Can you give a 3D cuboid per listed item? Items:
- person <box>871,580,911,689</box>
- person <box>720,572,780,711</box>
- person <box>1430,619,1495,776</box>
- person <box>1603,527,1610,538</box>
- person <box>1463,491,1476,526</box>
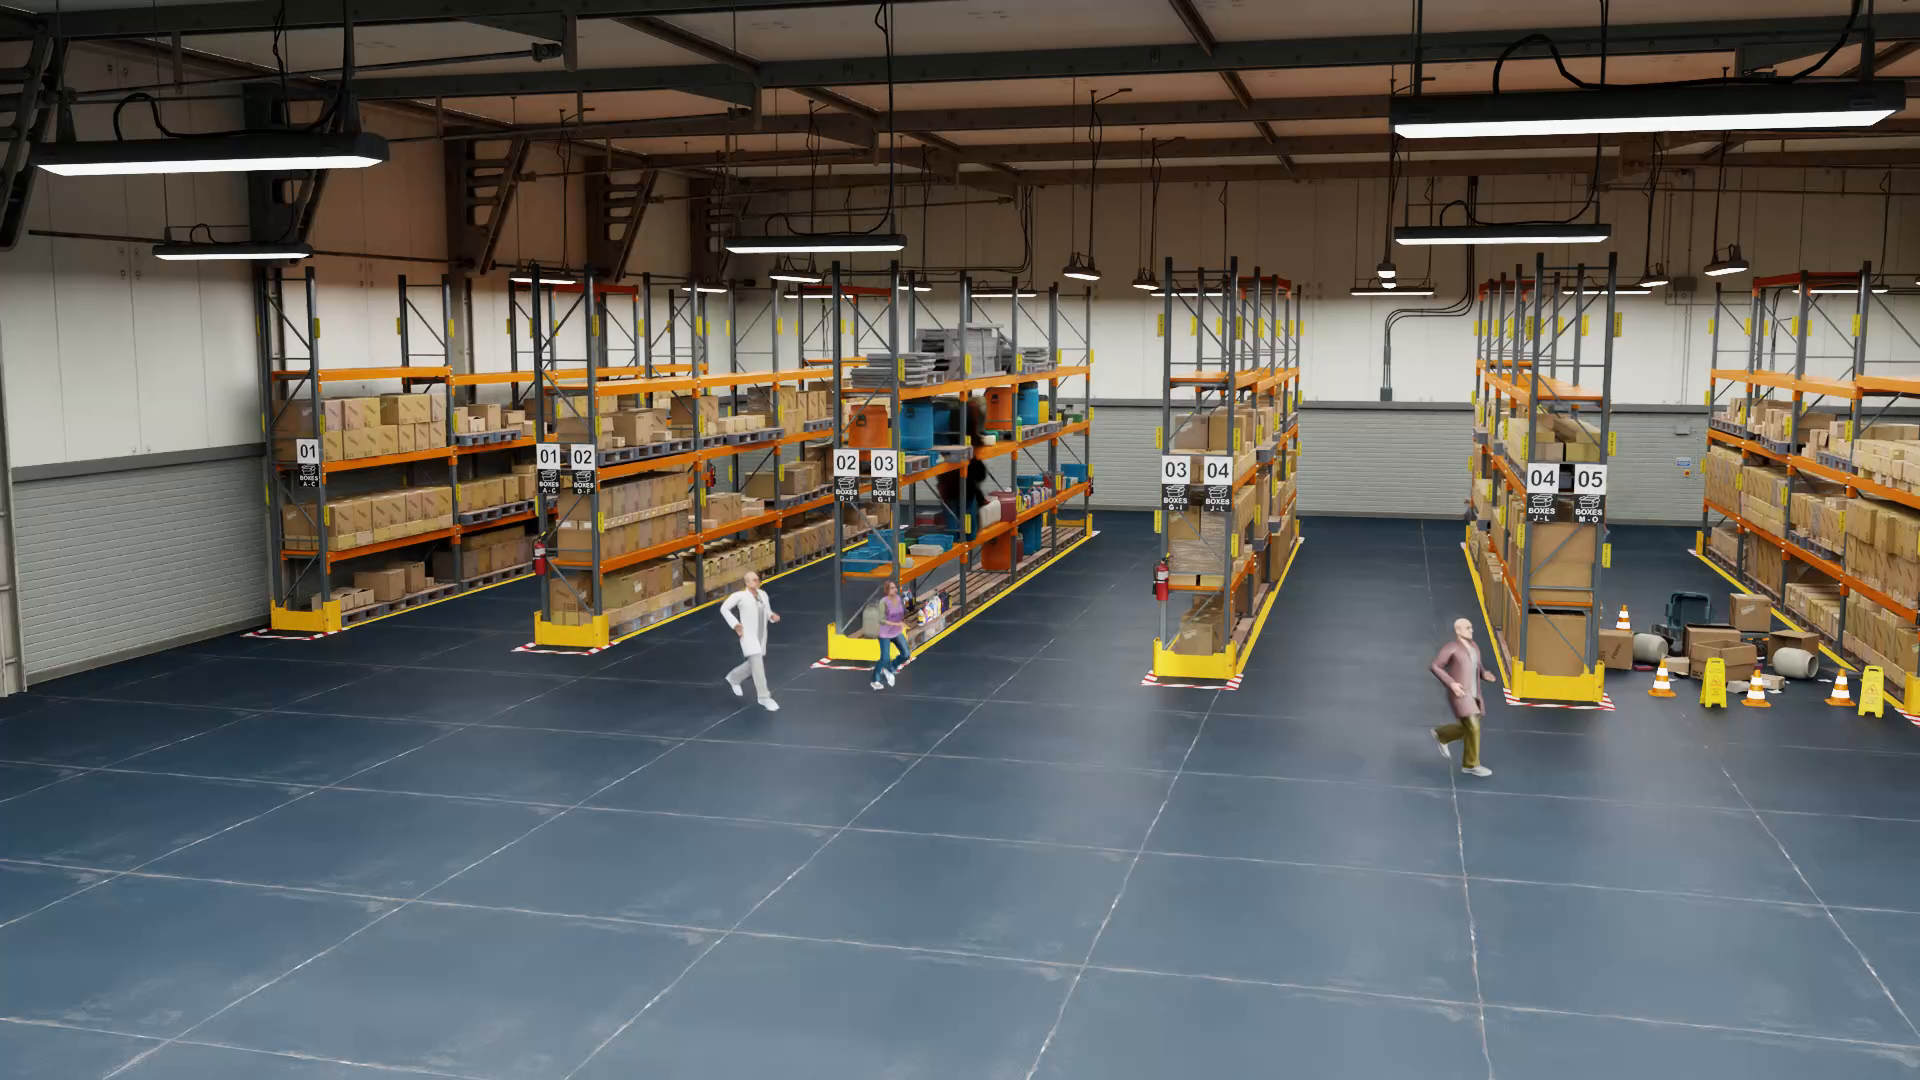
[{"bbox_3d":[-0.928,1.316,22.944,0.565,1.554,0.743,-6,10,-41],"label":"person"},{"bbox_3d":[-2.774,1.313,22.131,1.049,1.796,0.707,6,9,37],"label":"person"},{"bbox_3d":[5.678,1.755,18.846,0.720,1.745,0.897,-5,9,-37],"label":"person"},{"bbox_3d":[14.718,-0.729,38.759,0.844,1.671,0.570,3,8,24],"label":"person"},{"bbox_3d":[12.174,-0.782,39.452,0.526,1.604,0.703,5,9,32],"label":"person"}]
